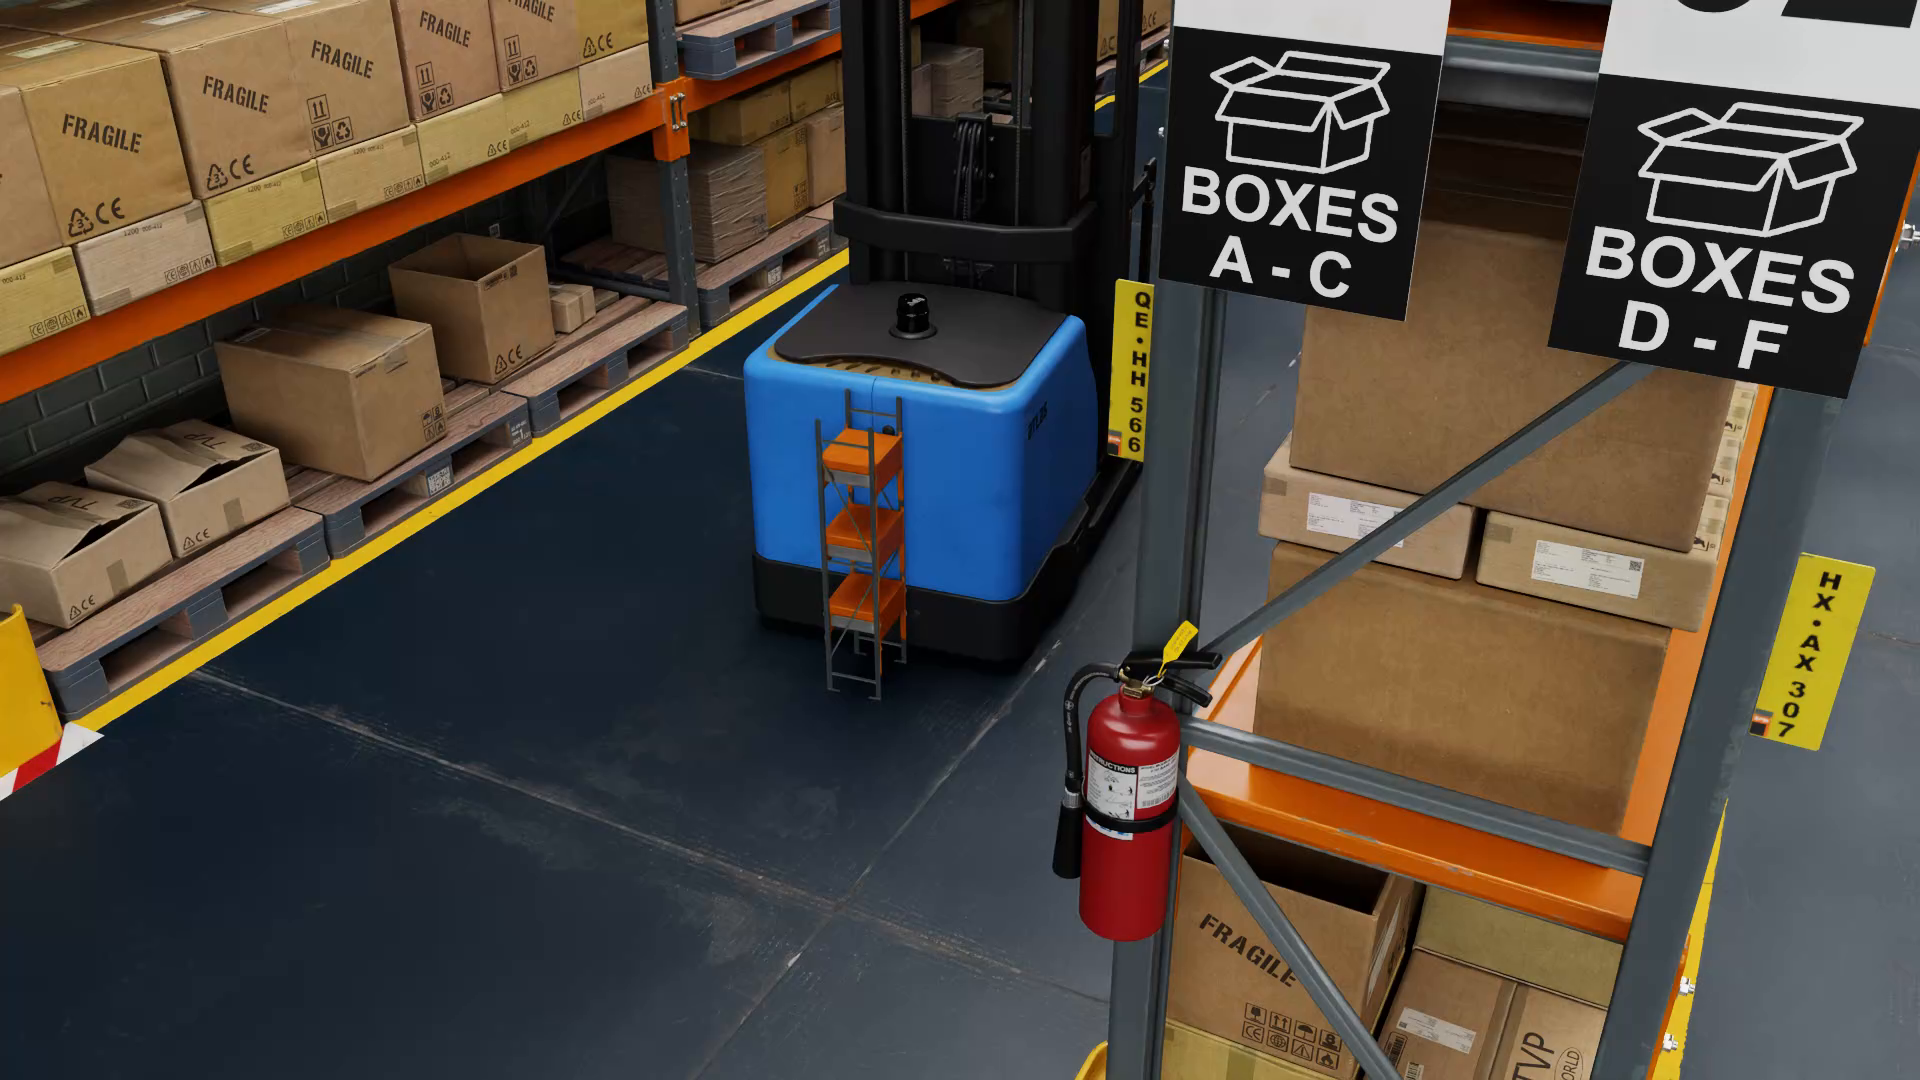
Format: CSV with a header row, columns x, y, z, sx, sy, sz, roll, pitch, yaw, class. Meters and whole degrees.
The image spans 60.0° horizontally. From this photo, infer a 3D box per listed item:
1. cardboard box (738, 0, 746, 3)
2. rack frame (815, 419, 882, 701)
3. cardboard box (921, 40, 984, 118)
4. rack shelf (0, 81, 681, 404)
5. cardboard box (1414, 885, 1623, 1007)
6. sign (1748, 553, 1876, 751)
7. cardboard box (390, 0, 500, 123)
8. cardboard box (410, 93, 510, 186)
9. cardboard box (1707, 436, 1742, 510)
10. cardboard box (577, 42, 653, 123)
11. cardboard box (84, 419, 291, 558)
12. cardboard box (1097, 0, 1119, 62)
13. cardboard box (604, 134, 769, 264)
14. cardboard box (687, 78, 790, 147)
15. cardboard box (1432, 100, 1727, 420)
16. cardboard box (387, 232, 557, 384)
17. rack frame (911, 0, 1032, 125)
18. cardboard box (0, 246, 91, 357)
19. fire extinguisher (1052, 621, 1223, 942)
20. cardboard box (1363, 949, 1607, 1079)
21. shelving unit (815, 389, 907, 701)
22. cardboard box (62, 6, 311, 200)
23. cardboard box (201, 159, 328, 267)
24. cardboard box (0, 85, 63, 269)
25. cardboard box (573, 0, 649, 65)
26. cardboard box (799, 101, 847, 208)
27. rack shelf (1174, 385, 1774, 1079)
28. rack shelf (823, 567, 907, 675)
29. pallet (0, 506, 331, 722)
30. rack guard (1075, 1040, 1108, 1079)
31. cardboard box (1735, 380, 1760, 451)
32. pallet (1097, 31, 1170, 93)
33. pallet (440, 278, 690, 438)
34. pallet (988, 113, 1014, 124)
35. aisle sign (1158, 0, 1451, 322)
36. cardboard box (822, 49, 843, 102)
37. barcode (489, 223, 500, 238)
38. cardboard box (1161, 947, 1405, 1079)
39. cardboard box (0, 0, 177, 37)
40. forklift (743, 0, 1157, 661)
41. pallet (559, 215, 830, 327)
x,y,z,sx,sy,sz,roll,pitch,yaw,class
-1.284,-3.141,8.666,0.700,0.500,0.500,18,34,28,cardboard box
-0.368,0.086,5.547,0.200,1.050,0.008,10,31,17,rack frame
-0.267,-2.992,11.017,0.700,0.500,0.500,15,33,24,cardboard box
-2.719,-1.245,6.628,1.077,0.370,4.000,14,33,23,rack shelf
1.450,0.728,4.057,0.500,0.500,0.500,14,33,23,cardboard box
1.273,0.171,2.491,0.100,0.325,0.005,14,33,23,sign
-2.209,-1.989,6.579,0.500,0.500,0.500,13,32,22,cardboard box
-2.203,-1.663,6.764,0.500,0.250,0.500,14,33,23,cardboard box
1.270,-0.115,3.187,0.380,0.149,0.250,13,32,22,cardboard box
-1.754,-2.108,7.540,0.500,0.250,0.500,14,33,23,cardboard box
-2.975,-0.234,6.403,0.500,0.311,0.500,17,34,27,cardboard box
0.871,-4.150,12.701,0.750,0.750,0.750,14,33,23,cardboard box
-1.487,-1.880,9.080,0.700,0.500,0.500,15,33,25,cardboard box
-1.290,-2.401,9.235,0.500,0.250,0.500,14,33,22,cardboard box
1.265,-0.616,3.407,0.700,0.500,0.500,13,32,22,cardboard box
-2.245,-1.081,7.688,0.500,0.500,0.500,12,32,20,cardboard box
0.015,-4.217,11.080,1.000,3.000,0.127,14,33,23,rack frame
-3.125,-0.758,5.188,0.500,0.250,0.500,13,32,22,cardboard box
0.314,0.433,3.062,0.296,0.674,0.183,14,33,23,fire extinguisher
1.224,1.275,3.857,0.500,0.250,0.500,14,33,23,cardboard box
-0.328,0.028,5.646,0.215,1.050,0.252,10,31,17,shelving unit
-2.670,-1.527,5.774,0.500,0.500,0.500,13,32,22,cardboard box
-2.664,-1.216,5.986,0.500,0.250,0.500,14,33,23,cardboard box
-3.145,-1.082,5.000,0.500,0.500,0.500,14,33,23,cardboard box
-1.748,-2.432,7.351,0.500,0.500,0.500,14,33,23,cardboard box
-1.028,-2.338,9.877,0.700,0.500,0.500,15,33,24,cardboard box
1.693,-0.123,4.674,1.077,0.370,4.000,14,33,23,rack shelf
-0.328,0.278,5.790,0.215,0.259,0.240,10,31,17,rack shelf
-3.194,0.153,6.271,1.003,0.211,1.213,14,33,23,pallet
0.771,1.547,3.555,1.175,0.500,0.348,14,33,23,rack guard
1.502,-0.337,3.573,0.380,0.149,0.250,14,33,23,cardboard box
0.998,-3.879,13.292,1.003,0.211,1.213,14,33,23,pallet
-2.082,-0.928,8.155,1.003,0.211,1.213,14,33,23,pallet
-0.343,-2.661,11.172,1.003,0.211,1.213,14,33,23,pallet
0.490,-0.713,2.369,0.394,0.787,0.004,14,33,23,aisle sign
-0.812,-2.850,10.016,0.500,0.250,0.500,14,33,23,cardboard box
-2.267,-1.504,8.104,0.001,0.075,0.075,14,33,23,barcode
0.763,1.158,4.061,0.500,0.250,0.500,14,33,23,cardboard box
-3.135,-1.647,5.984,0.500,0.500,0.500,13,32,22,cardboard box
0.210,-1.565,6.533,1.130,2.935,3.031,10,31,17,forklift
-1.454,-1.580,9.289,1.003,0.211,1.213,14,33,23,pallet
